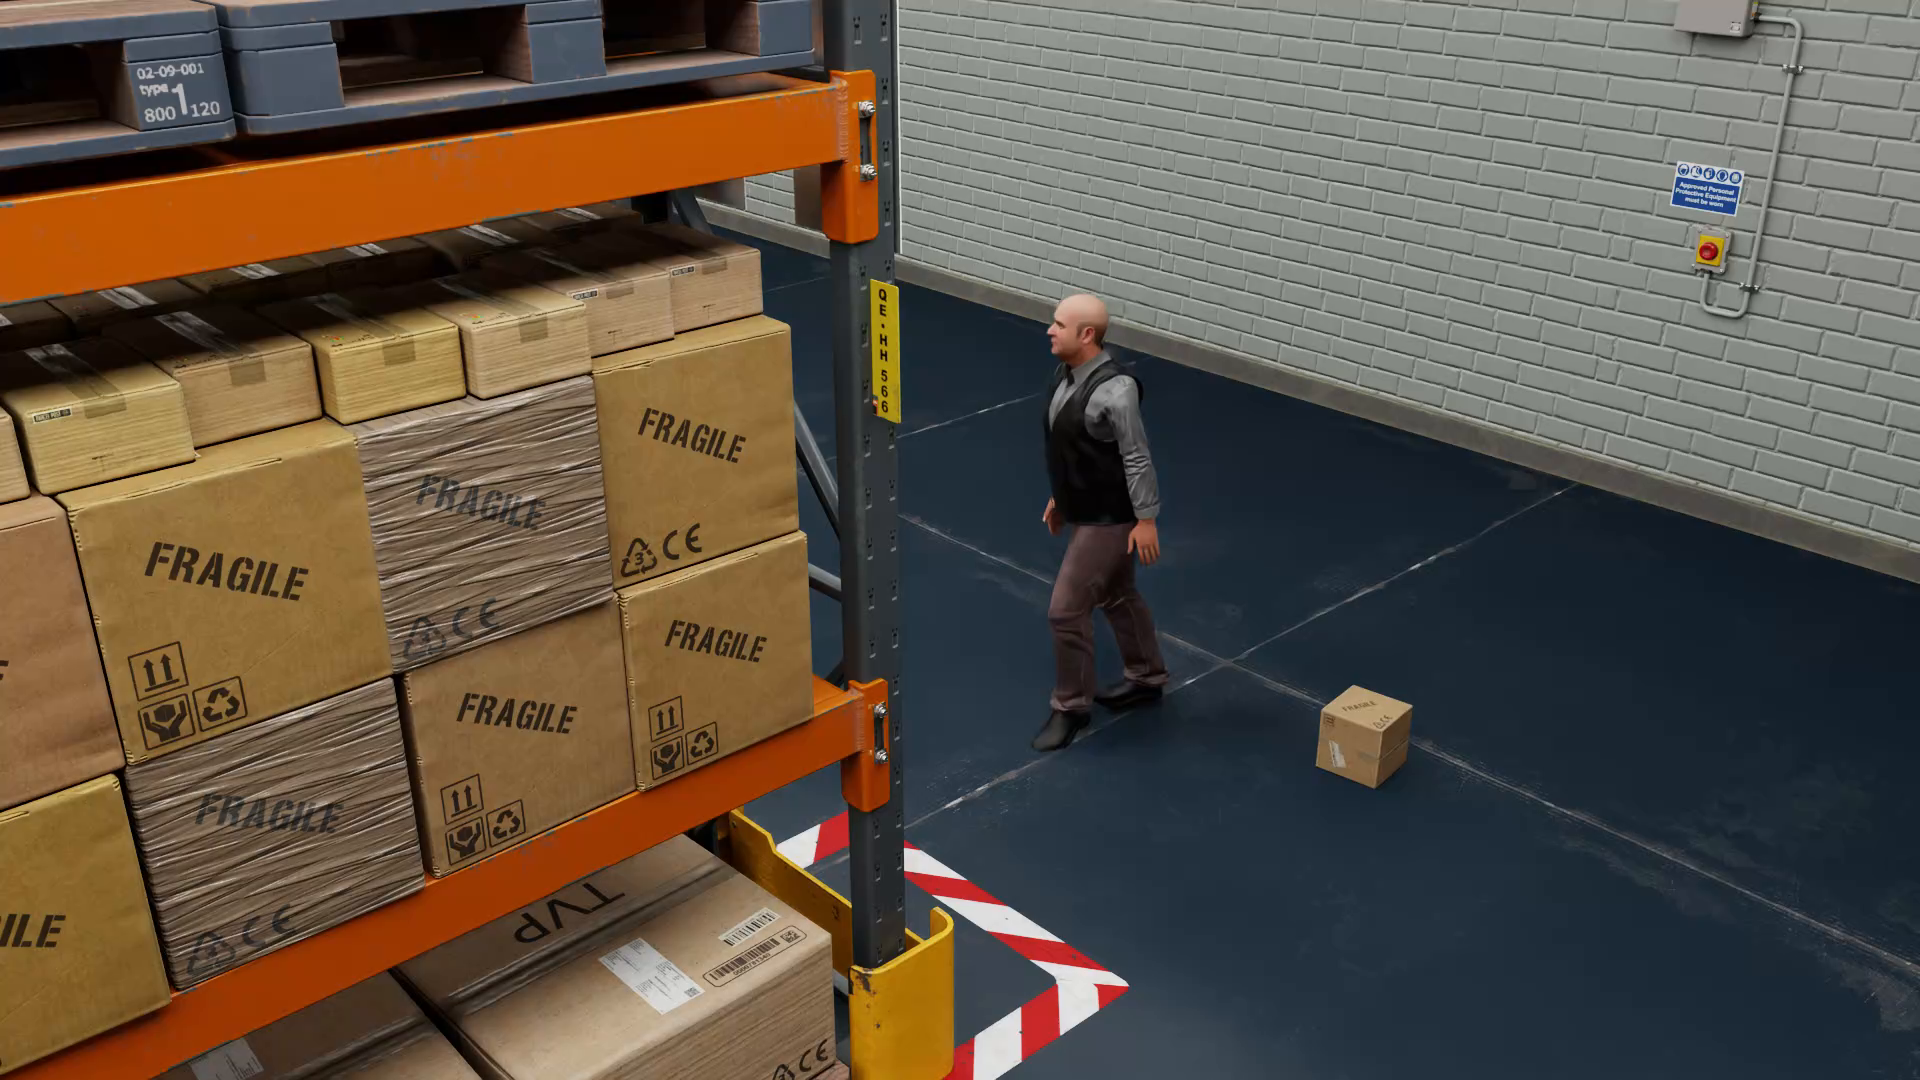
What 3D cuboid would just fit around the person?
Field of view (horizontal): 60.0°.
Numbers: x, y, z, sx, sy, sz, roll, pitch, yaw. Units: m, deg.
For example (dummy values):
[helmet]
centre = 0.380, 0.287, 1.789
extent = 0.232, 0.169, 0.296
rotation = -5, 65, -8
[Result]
[person]
centre = 0.537, -0.083, 6.355
extent = 0.633, 1.758, 0.556
rotation = -5, 25, -12
